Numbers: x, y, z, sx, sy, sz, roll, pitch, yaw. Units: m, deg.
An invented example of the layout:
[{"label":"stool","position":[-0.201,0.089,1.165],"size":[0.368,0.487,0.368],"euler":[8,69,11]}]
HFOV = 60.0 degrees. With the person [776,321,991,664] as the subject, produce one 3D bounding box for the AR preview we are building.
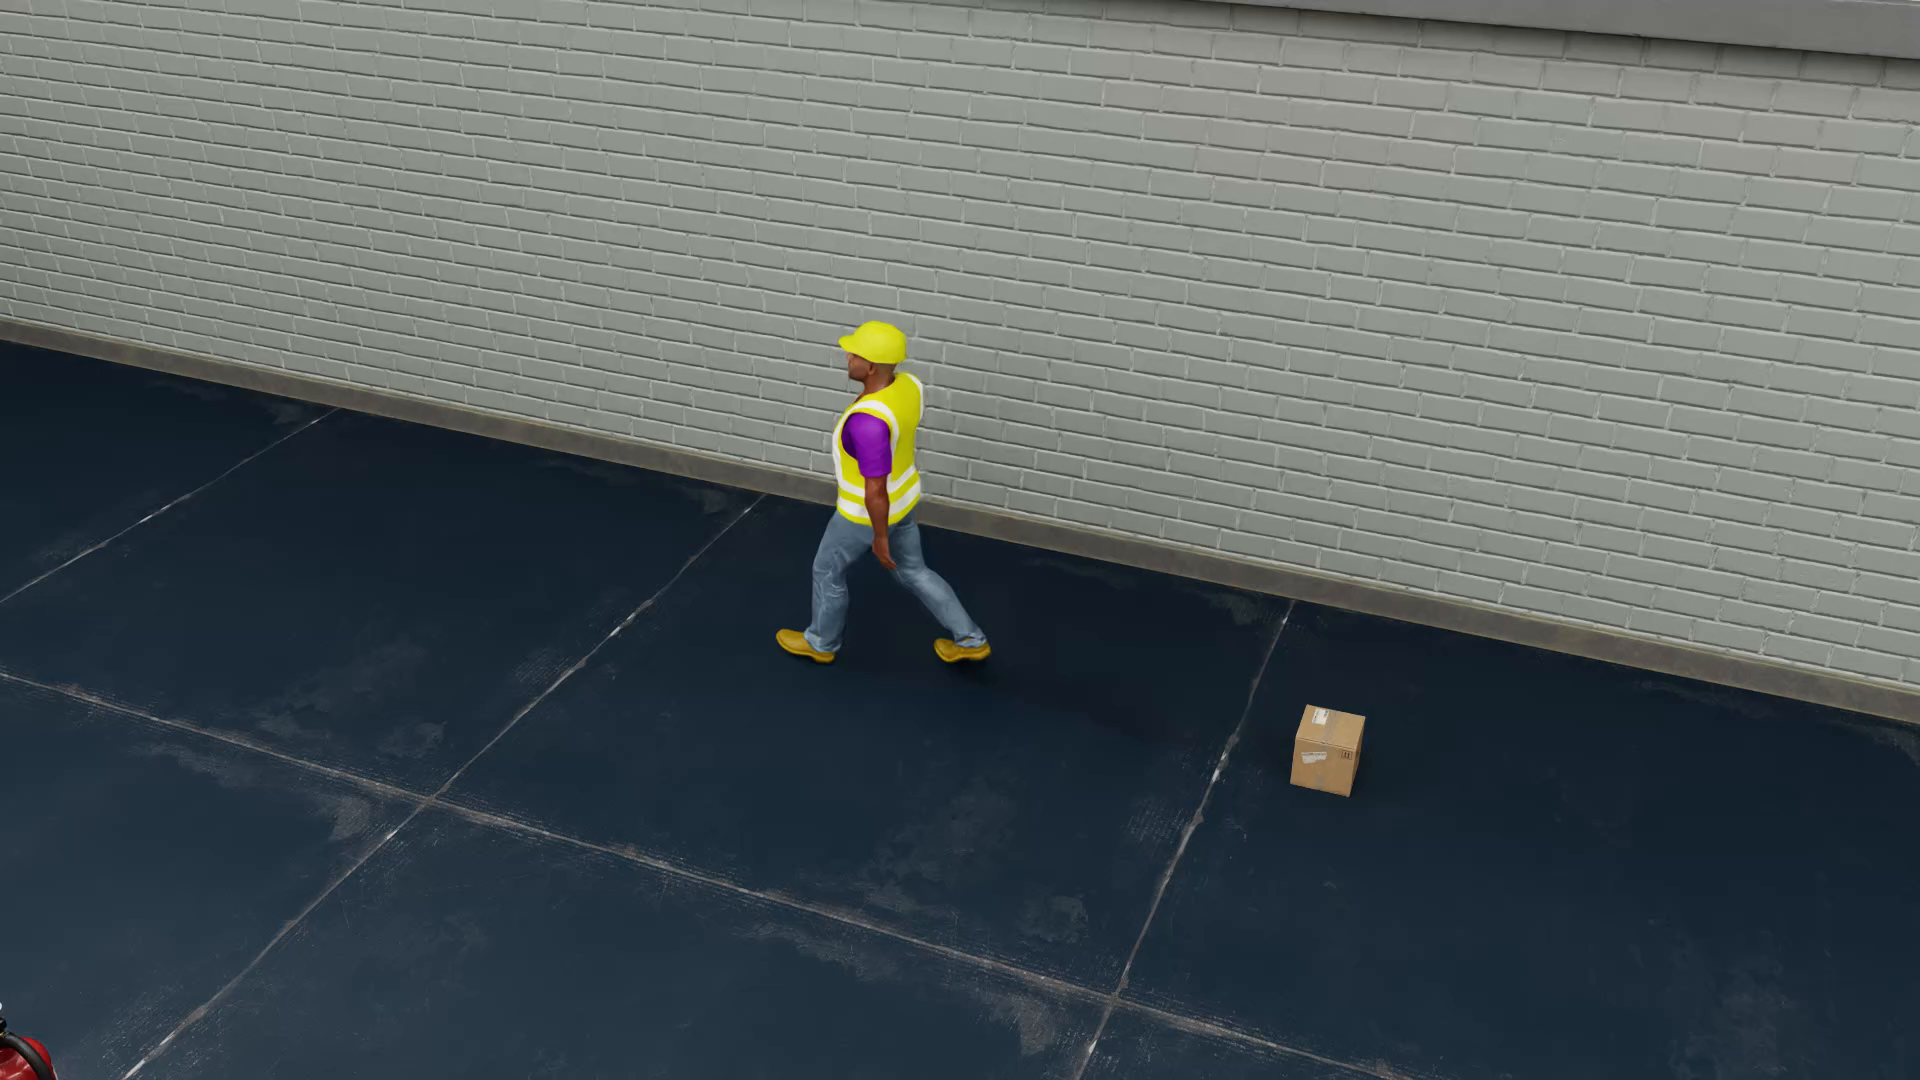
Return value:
[{"label":"person","position":[-0.363,-0.172,7.410],"size":[1.037,1.725,0.564],"euler":[13,32,22]}]
